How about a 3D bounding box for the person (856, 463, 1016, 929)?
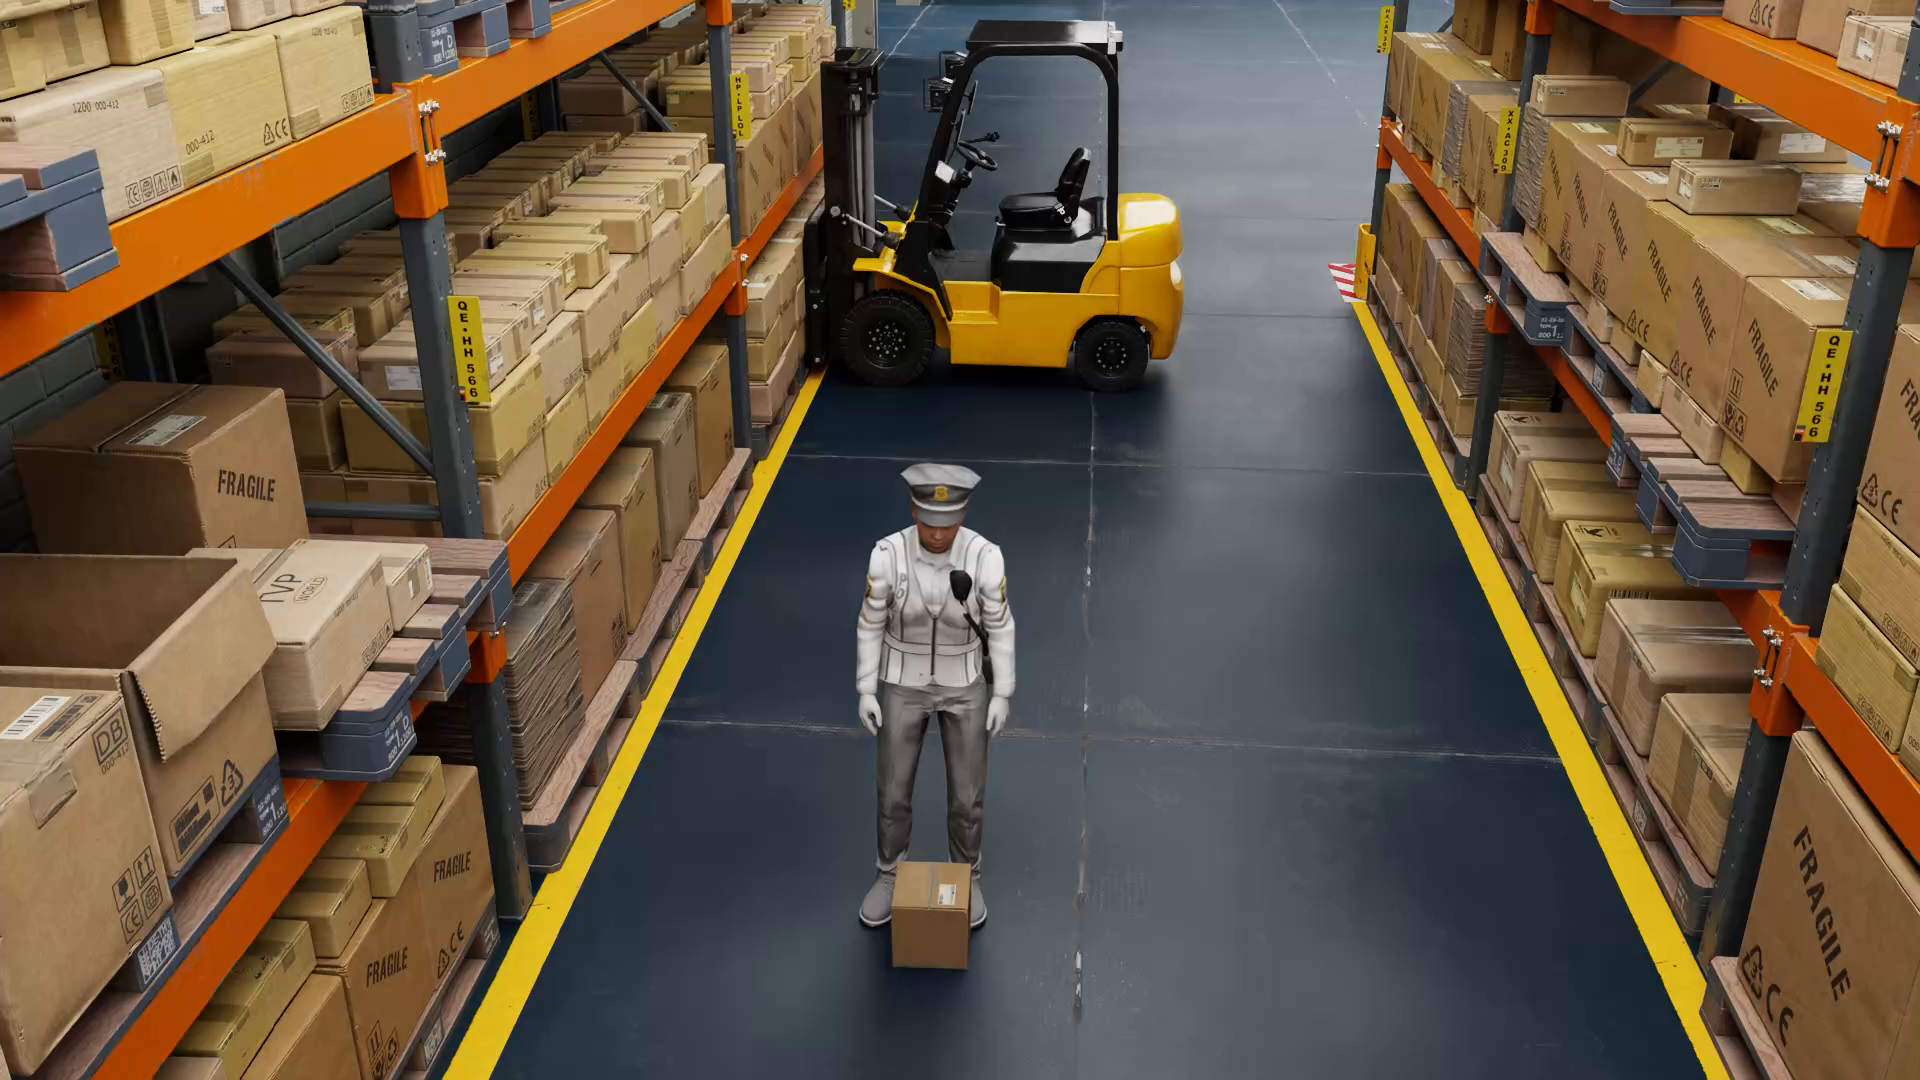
[{"bbox_3d":[-0.081,0.511,5.489,0.527,1.662,0.375,1,25,2],"label":"person"}]
